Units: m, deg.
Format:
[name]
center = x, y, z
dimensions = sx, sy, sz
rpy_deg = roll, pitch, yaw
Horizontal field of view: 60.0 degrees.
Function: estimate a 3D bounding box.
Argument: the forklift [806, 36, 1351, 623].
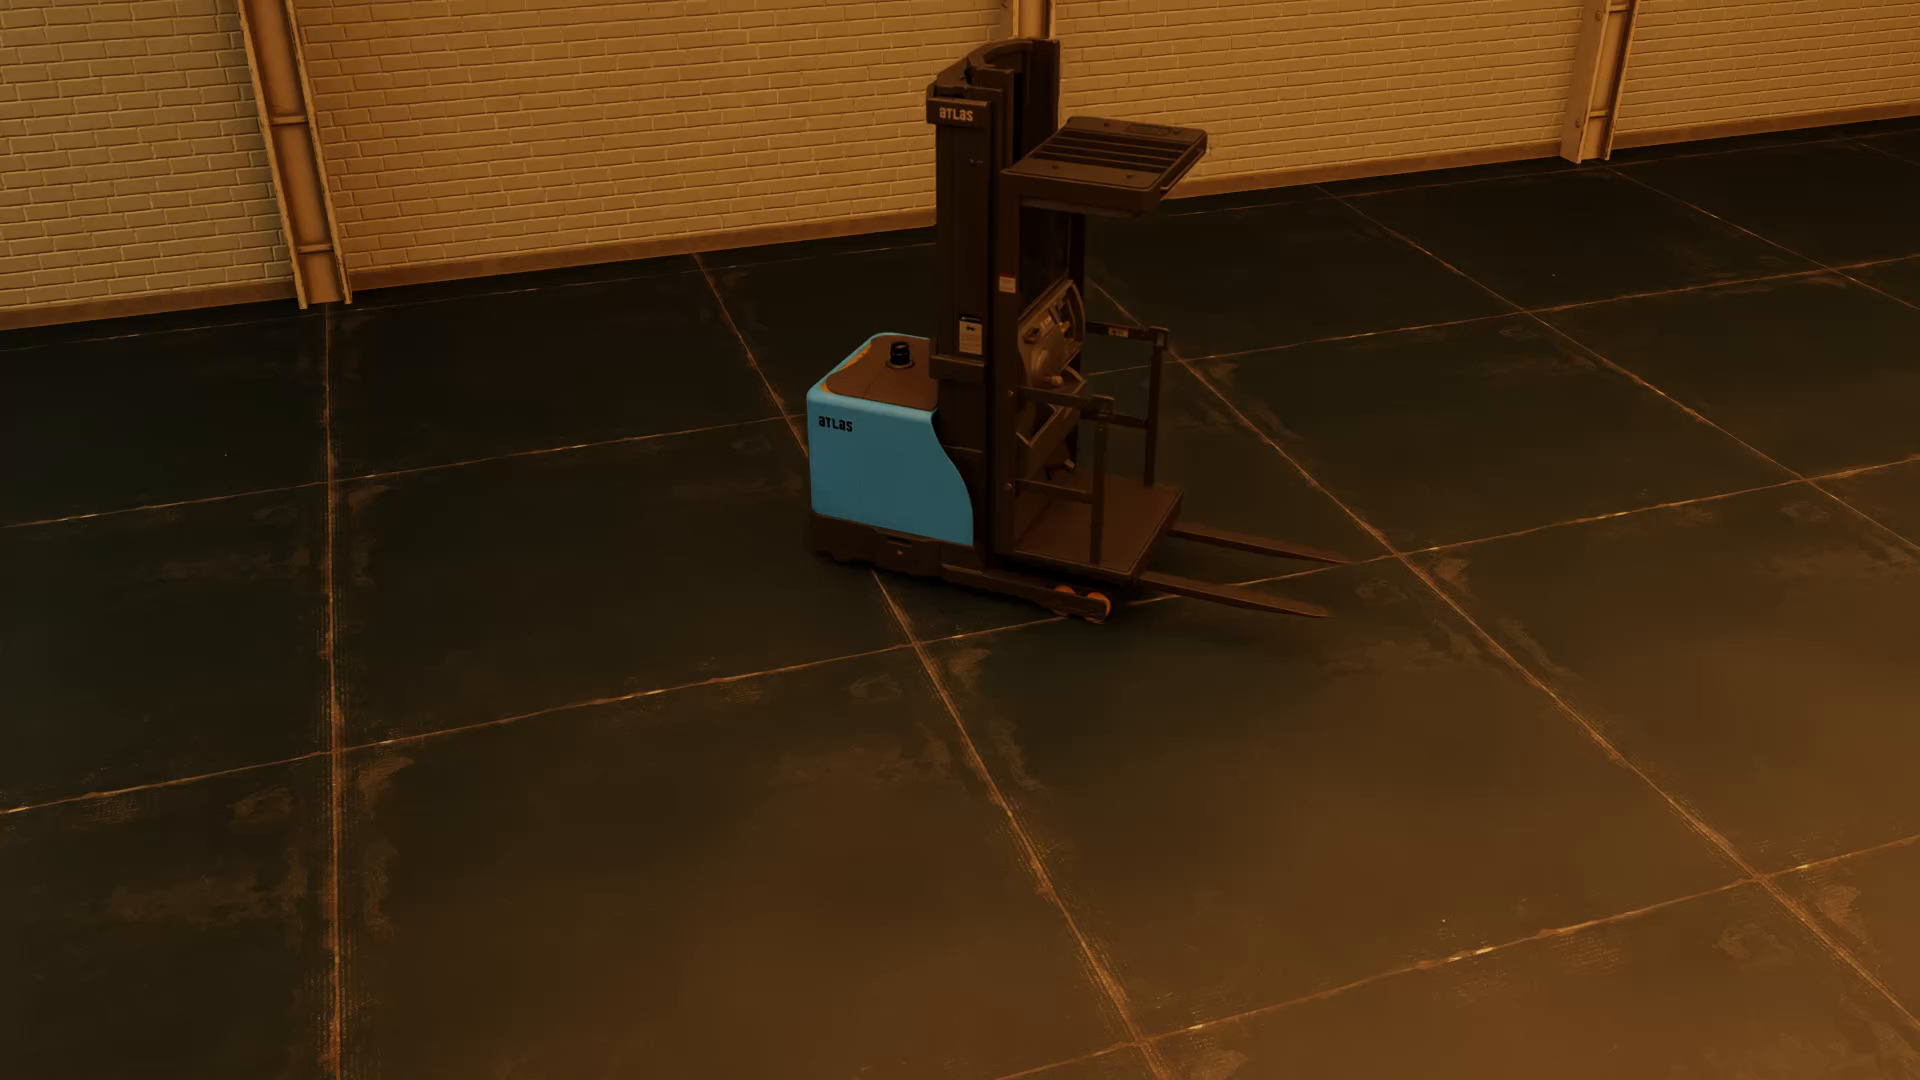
[forklift]
center = 0.685, -1.112, 9.020
dimensions = 3.031, 2.935, 1.130
rpy_deg = 12, 32, 20
